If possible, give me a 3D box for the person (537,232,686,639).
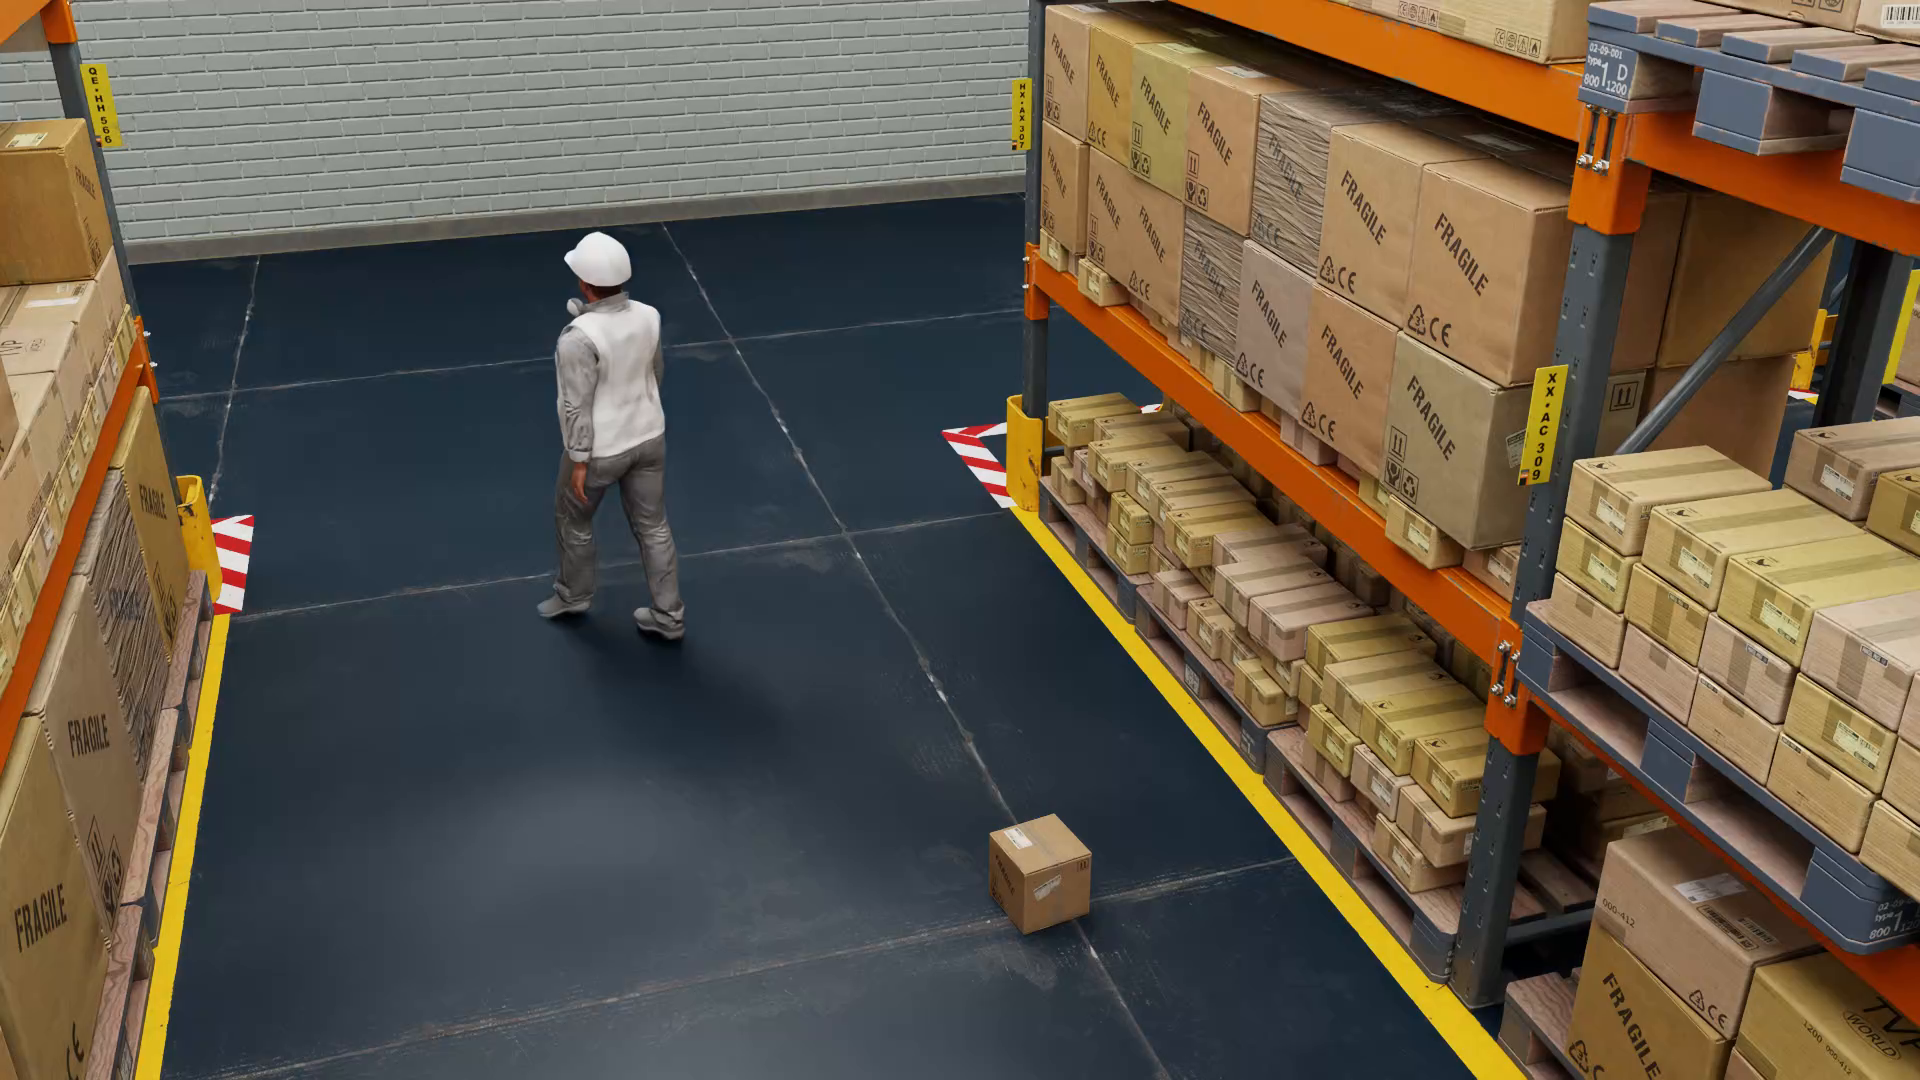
[{"bbox_3d":[-1.488,-0.426,6.965,0.790,1.799,0.570,22,34,37],"label":"person"}]
